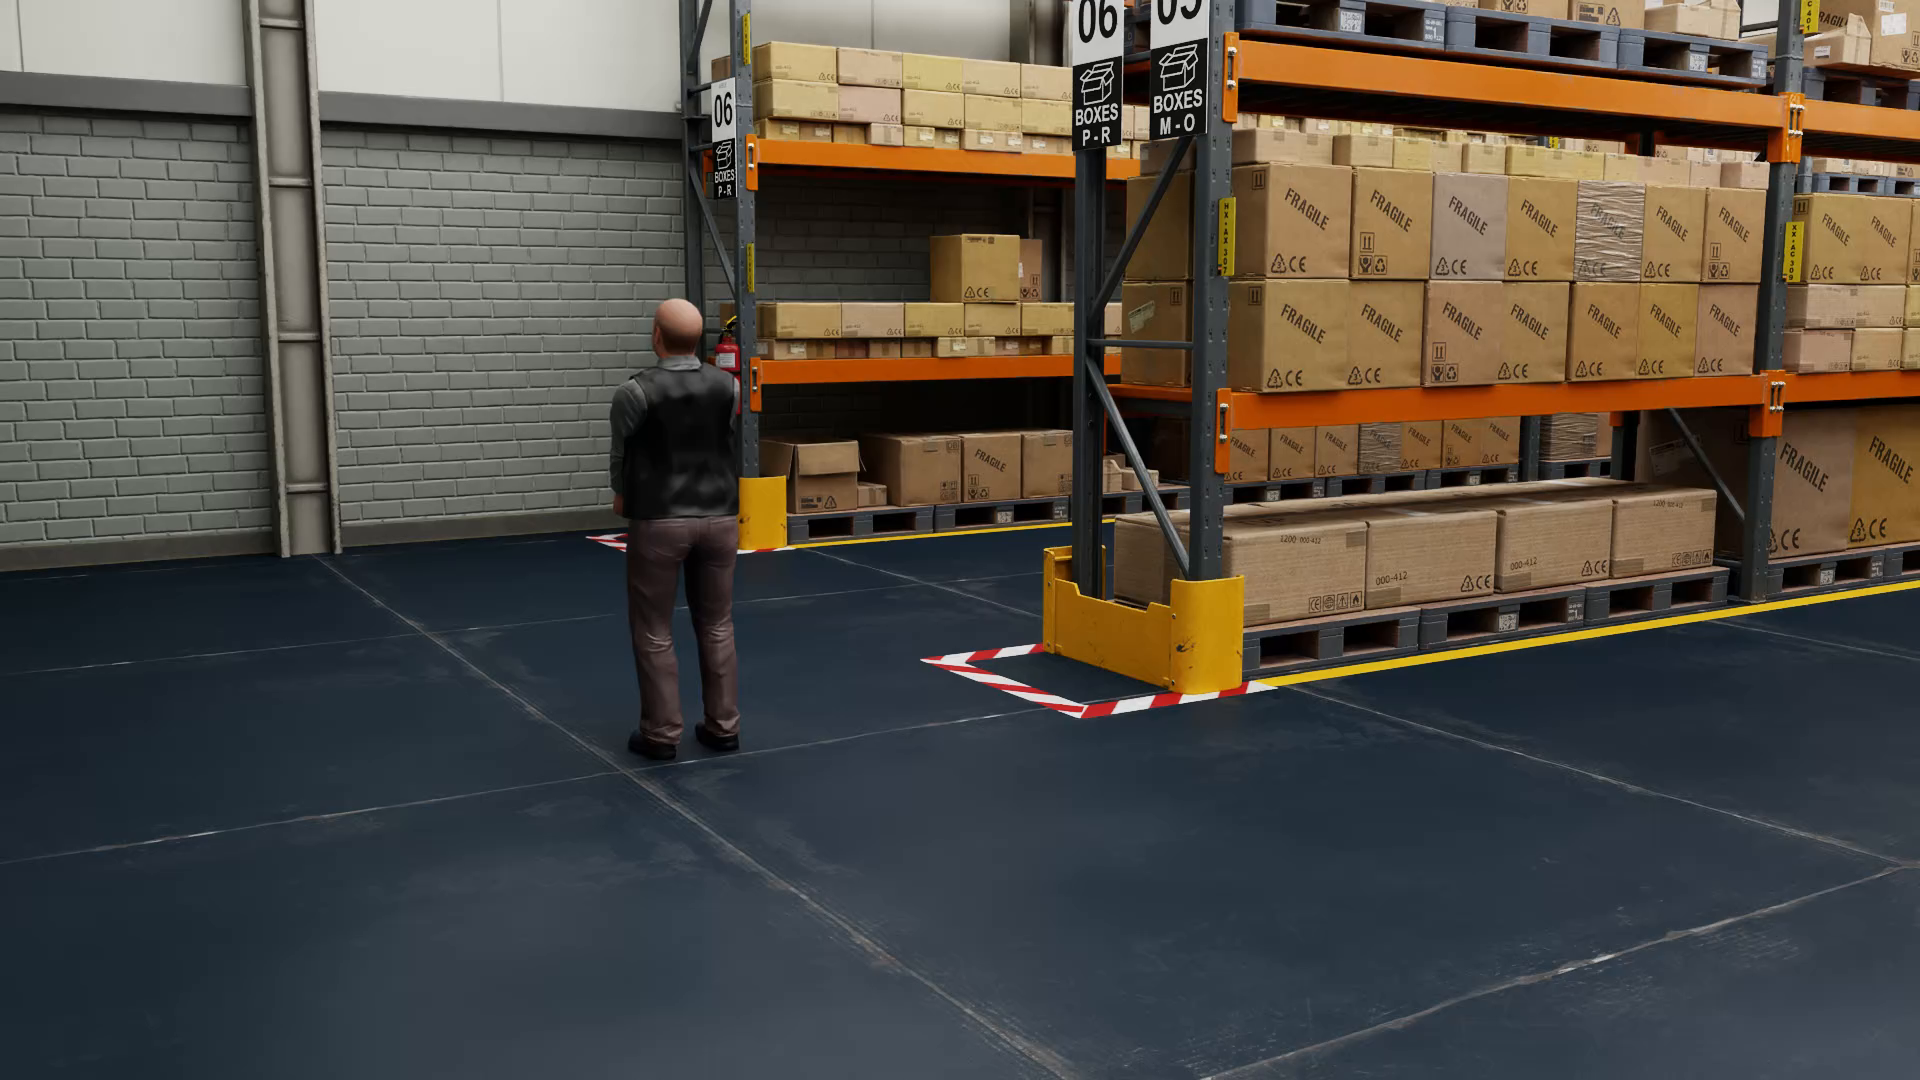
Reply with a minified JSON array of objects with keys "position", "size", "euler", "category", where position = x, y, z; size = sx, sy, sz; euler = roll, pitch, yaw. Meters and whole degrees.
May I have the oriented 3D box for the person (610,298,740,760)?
[{"position":[-1.105,-0.053,6.317],"size":[0.494,1.711,0.551],"euler":[-5,9,-30],"category":"person"}]
